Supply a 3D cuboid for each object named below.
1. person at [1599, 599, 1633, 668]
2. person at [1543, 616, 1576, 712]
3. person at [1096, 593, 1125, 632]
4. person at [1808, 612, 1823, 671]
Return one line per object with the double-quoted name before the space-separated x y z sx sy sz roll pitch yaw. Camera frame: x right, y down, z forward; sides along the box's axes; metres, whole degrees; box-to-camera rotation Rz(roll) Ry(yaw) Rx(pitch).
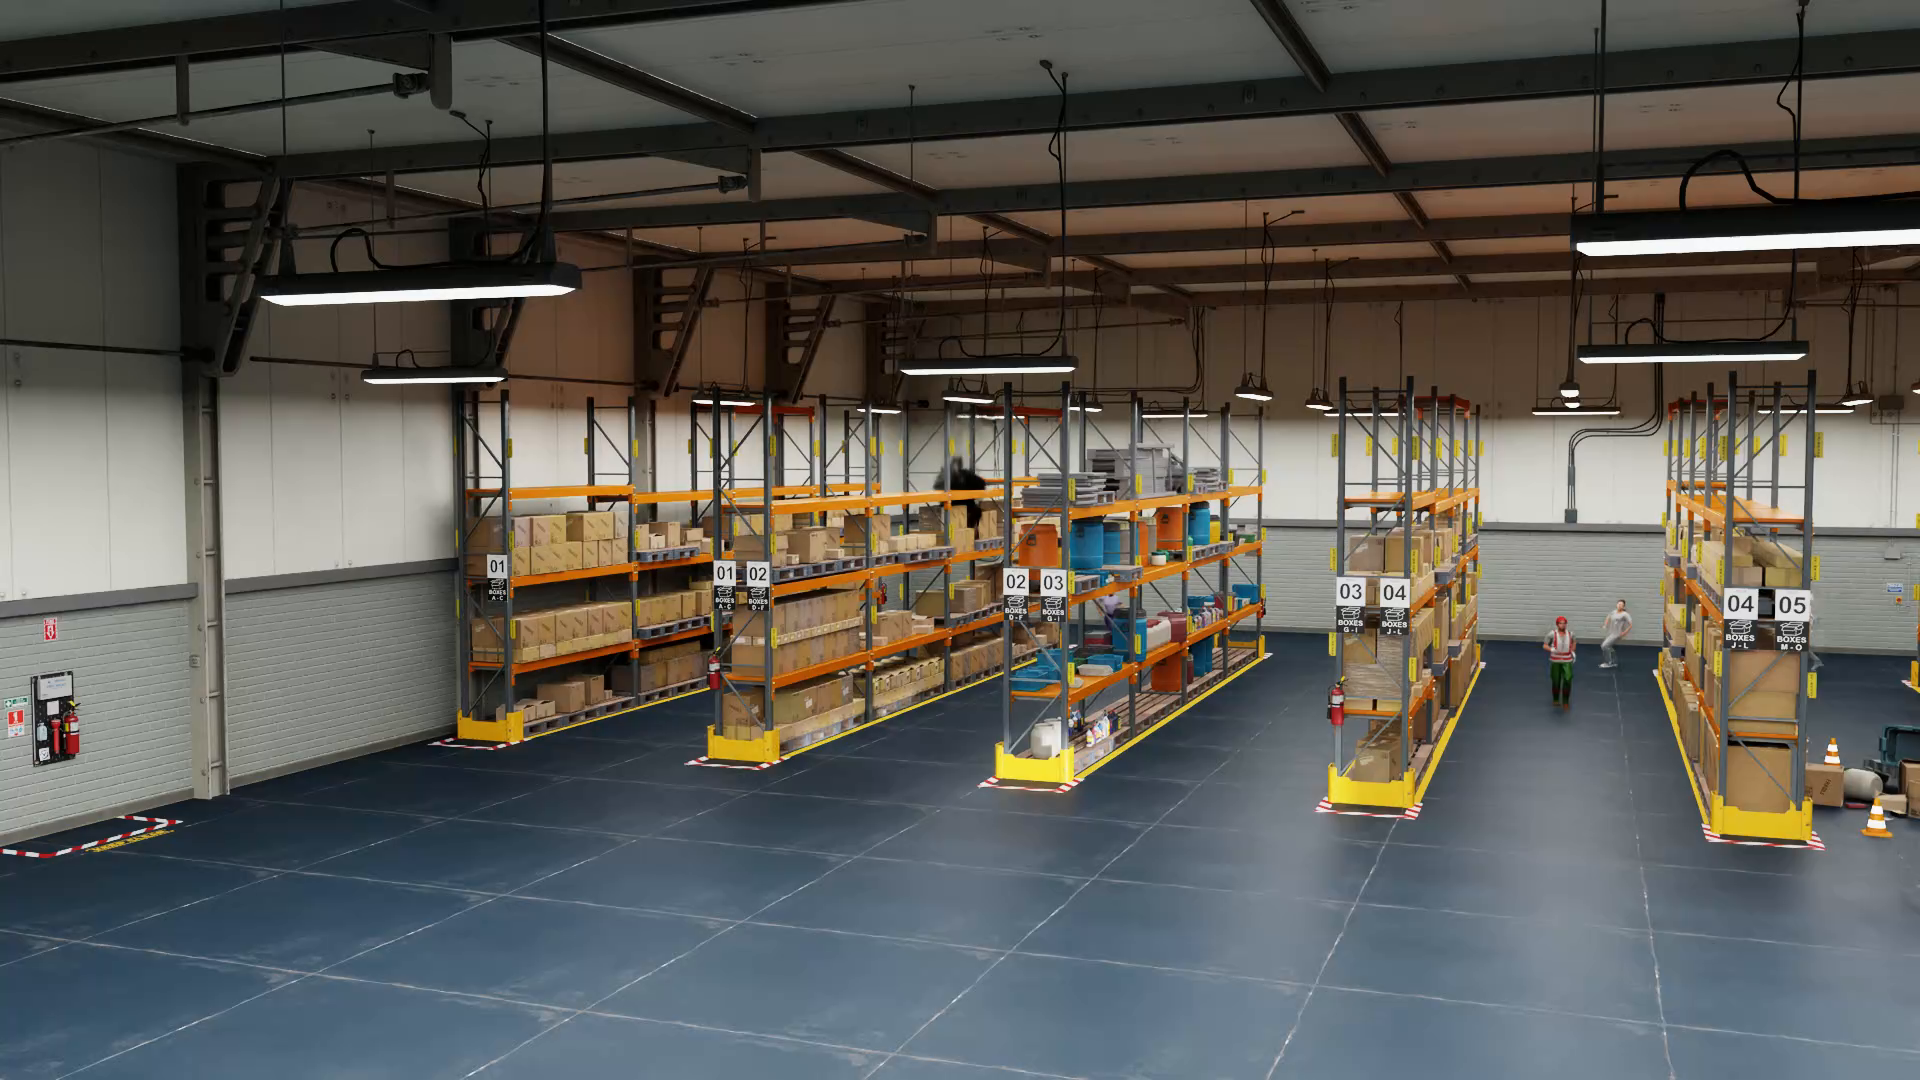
"person" 14.841 2.135 37.785 0.619 1.595 0.684 0 3 -8
"person" 11.482 2.364 31.818 0.637 1.823 0.763 1 3 13
"person" 3.692 1.944 40.934 0.670 1.680 0.678 0 3 -8
"person" 18.601 2.064 36.809 0.957 1.770 0.651 1 3 22
